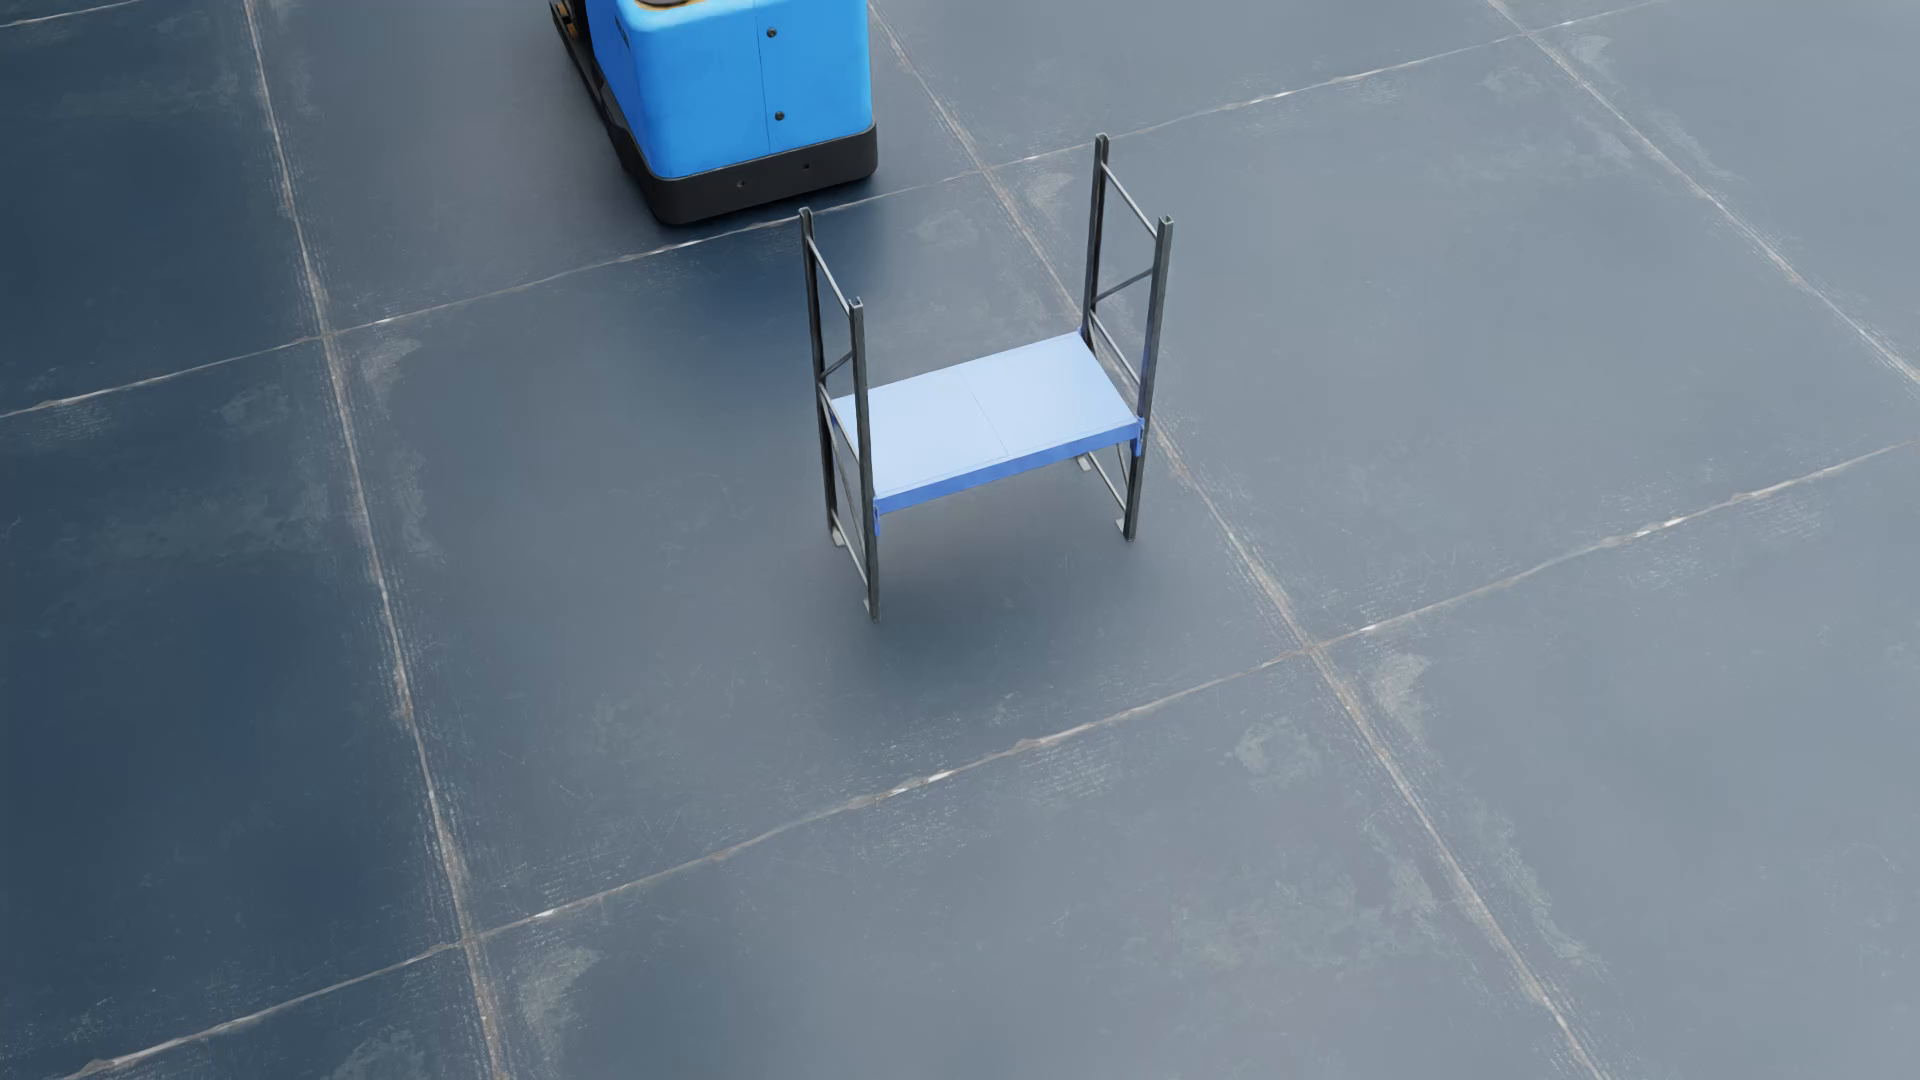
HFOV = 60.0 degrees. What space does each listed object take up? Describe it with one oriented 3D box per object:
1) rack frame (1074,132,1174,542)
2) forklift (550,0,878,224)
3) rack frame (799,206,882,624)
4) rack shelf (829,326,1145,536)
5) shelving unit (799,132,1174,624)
[{"bbox_3d":[0.550,-0.659,5.827,0.032,1.500,0.500,-17,52,-14],"label":"rack frame"},{"bbox_3d":[-1.418,-3.490,7.316,1.130,2.935,3.031,-18,52,-15],"label":"forklift"},{"bbox_3d":[-0.392,-0.367,5.577,0.032,1.500,0.500,-17,52,-14],"label":"rack frame"},{"bbox_3d":[0.079,-0.396,5.839,1.000,0.185,0.538,-17,52,-14],"label":"rack shelf"},{"bbox_3d":[0.079,-0.513,5.702,1.048,1.500,0.538,-17,52,-14],"label":"shelving unit"}]
